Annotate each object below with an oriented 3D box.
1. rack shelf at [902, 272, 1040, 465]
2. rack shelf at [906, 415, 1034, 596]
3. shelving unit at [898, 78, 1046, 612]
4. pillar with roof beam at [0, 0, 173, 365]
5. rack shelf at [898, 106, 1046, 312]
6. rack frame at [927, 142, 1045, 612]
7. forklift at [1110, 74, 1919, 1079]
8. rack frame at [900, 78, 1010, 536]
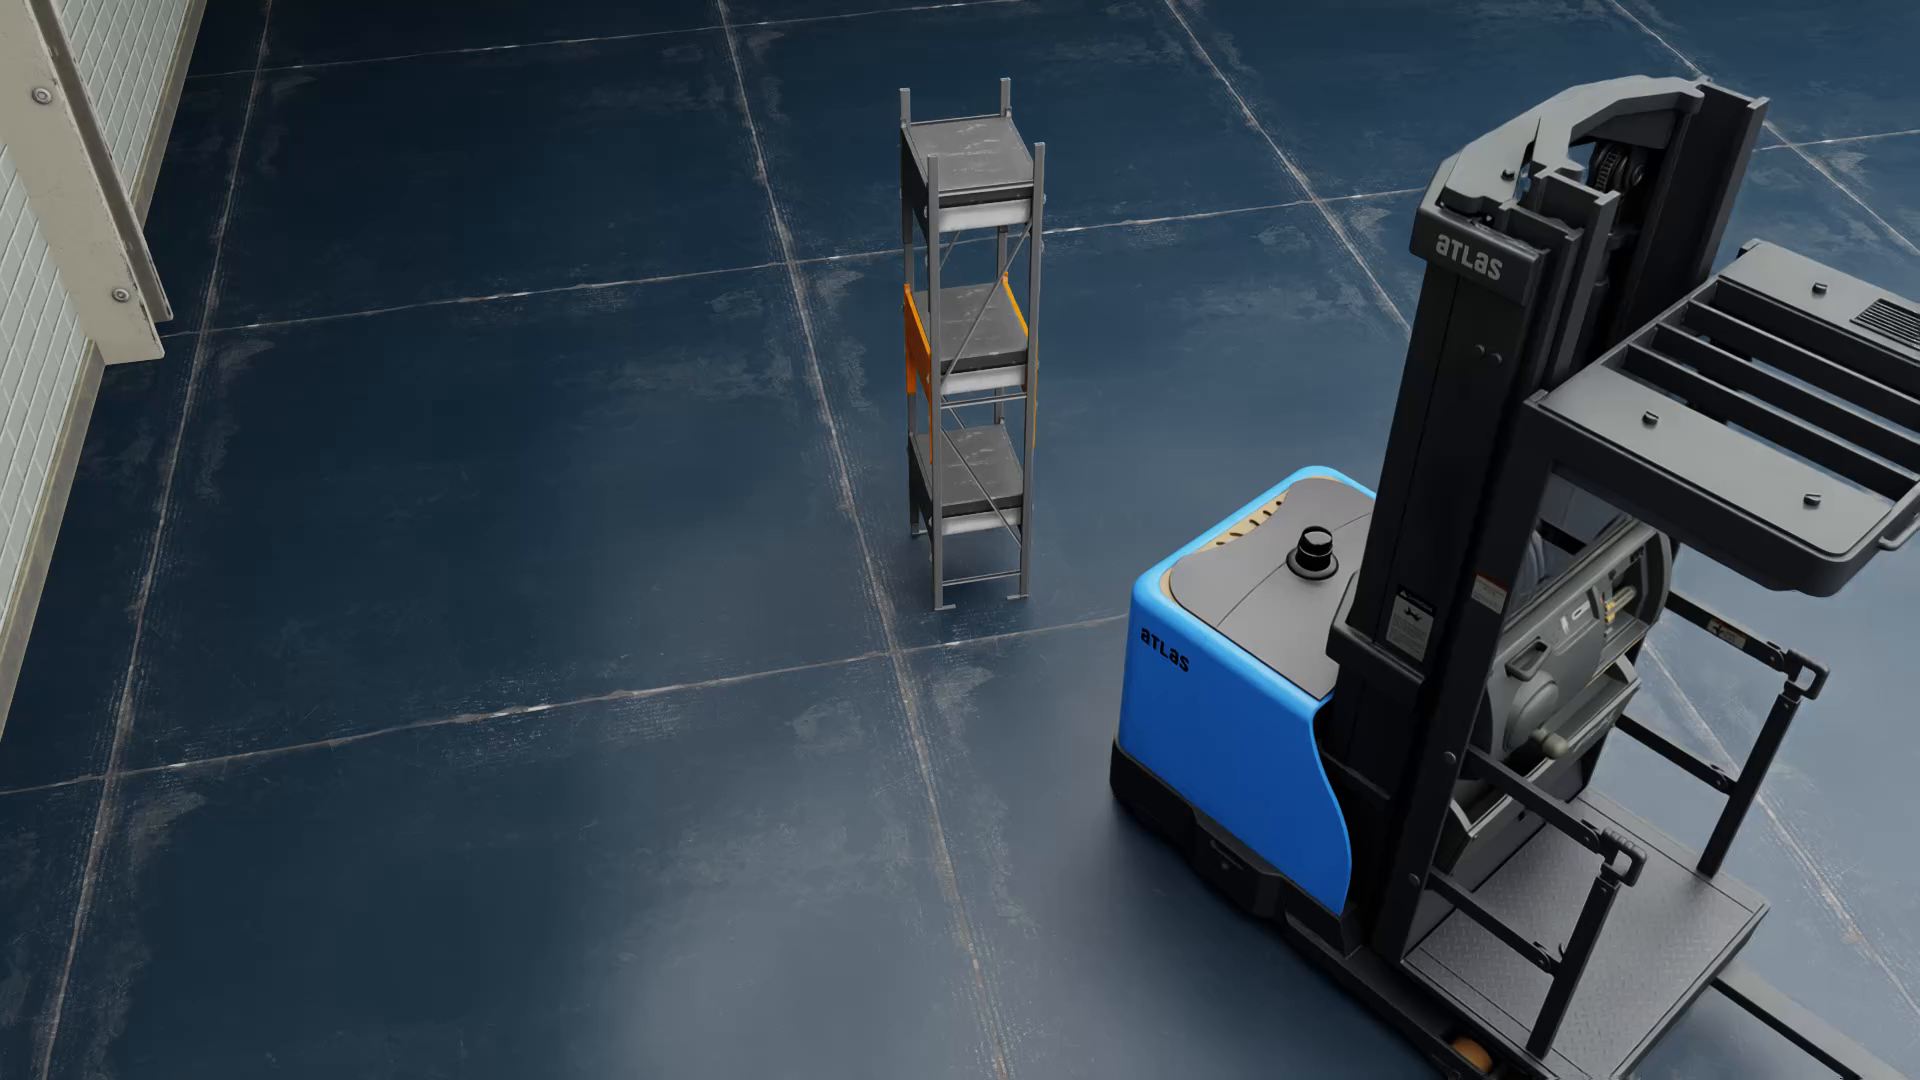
[{"bbox_3d":[0.036,-0.668,6.441,0.431,0.518,0.480,-8,42,-9],"label":"rack shelf"},{"bbox_3d":[0.036,-0.144,6.906,0.431,0.518,0.480,-8,42,-9],"label":"rack shelf"},{"bbox_3d":[0.036,-0.678,6.432,0.431,2.100,0.503,-8,42,-9],"label":"shelving unit"},{"bbox_3d":[0.047,-4.994,6.098,9.100,9.000,0.400,-8,42,-9],"label":"pillar with roof beam"},{"bbox_3d":[0.036,-1.191,5.976,0.431,0.518,0.480,-8,42,-9],"label":"rack shelf"},{"bbox_3d":[0.088,-0.520,6.254,0.400,2.100,0.015,-8,42,-9],"label":"rack frame"},{"bbox_3d":[1.915,0.355,4.643,1.130,2.935,3.031,-31,50,-30],"label":"forklift"},{"bbox_3d":[-0.017,-0.836,6.610,0.400,2.100,0.015,-8,42,-9],"label":"rack frame"}]
